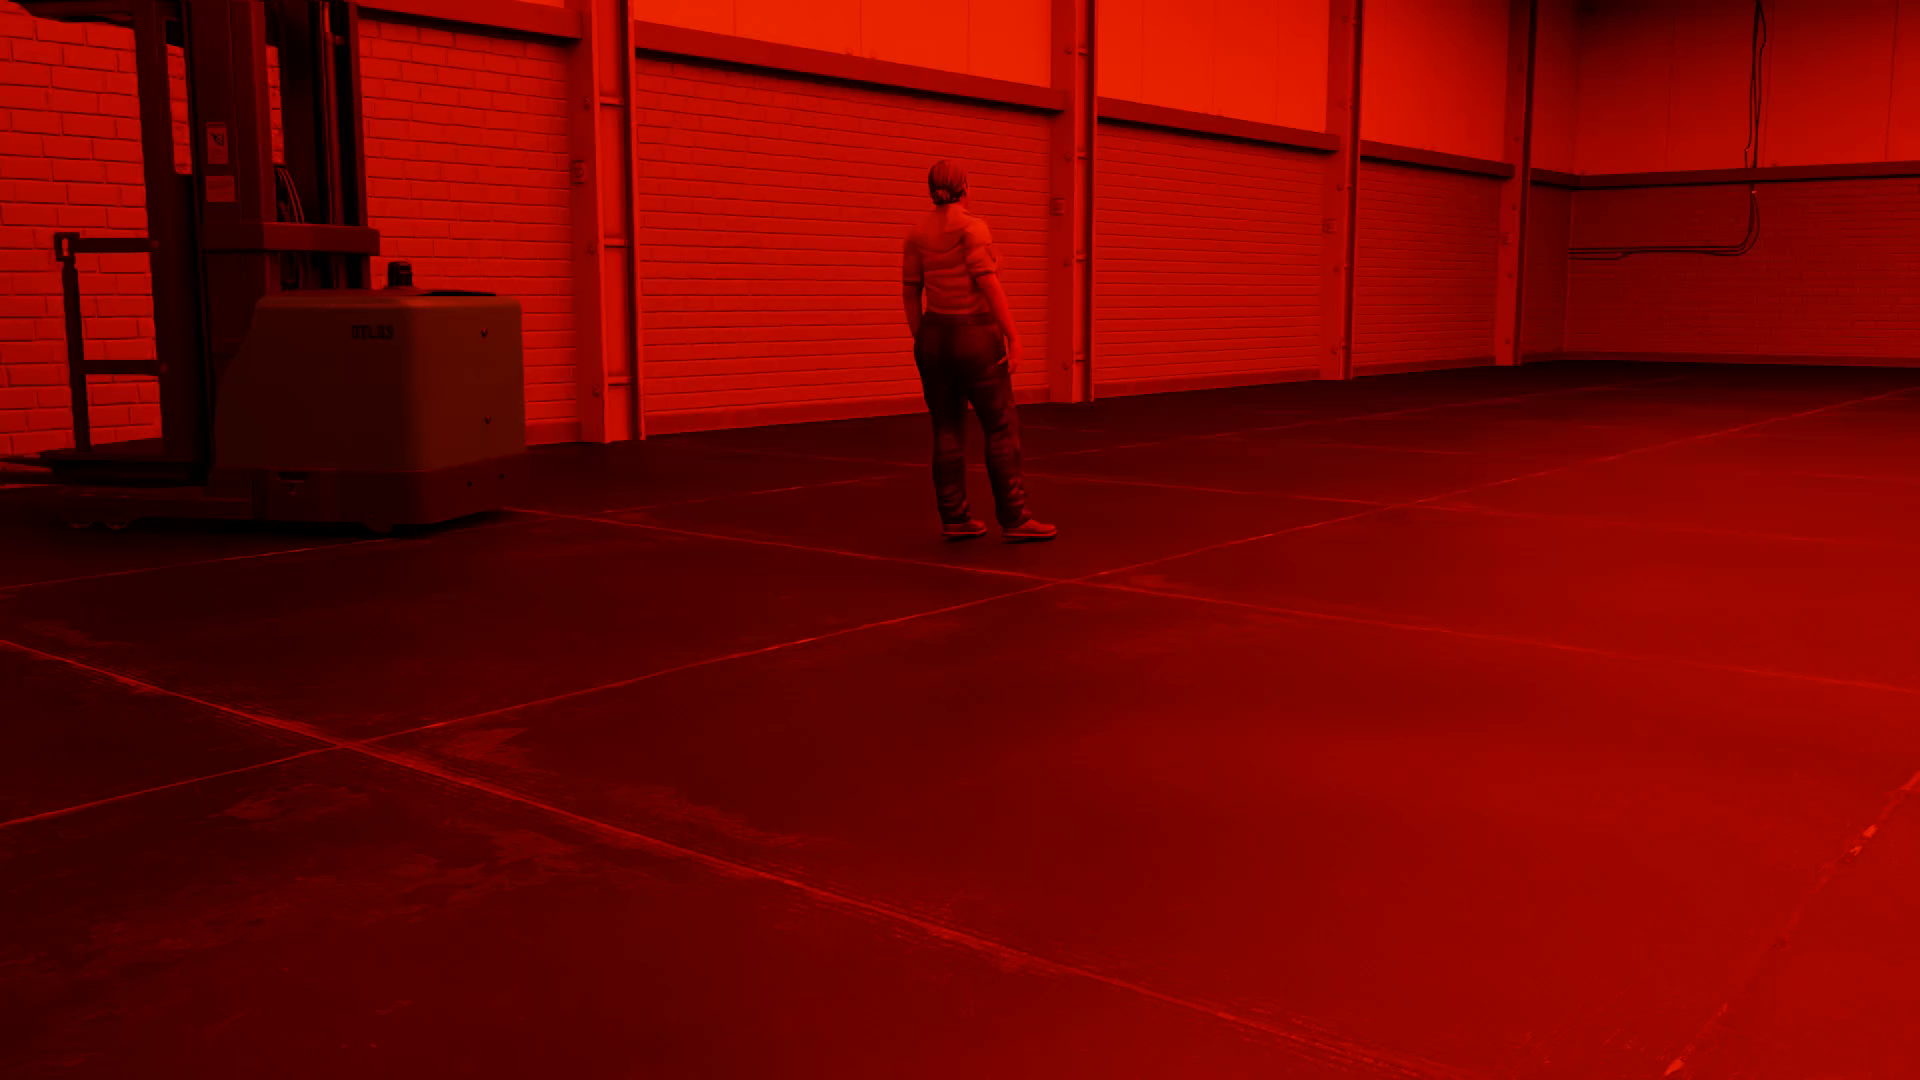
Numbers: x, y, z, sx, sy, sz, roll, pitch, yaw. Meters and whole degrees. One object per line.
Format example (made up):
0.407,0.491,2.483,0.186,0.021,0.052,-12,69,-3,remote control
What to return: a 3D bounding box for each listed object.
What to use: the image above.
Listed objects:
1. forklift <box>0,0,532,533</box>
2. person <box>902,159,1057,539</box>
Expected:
-3.710,-1.568,7.996,3.031,2.935,1.130,2,9,13,forklift
0.074,-0.830,7.339,0.599,1.650,0.503,7,11,38,person
